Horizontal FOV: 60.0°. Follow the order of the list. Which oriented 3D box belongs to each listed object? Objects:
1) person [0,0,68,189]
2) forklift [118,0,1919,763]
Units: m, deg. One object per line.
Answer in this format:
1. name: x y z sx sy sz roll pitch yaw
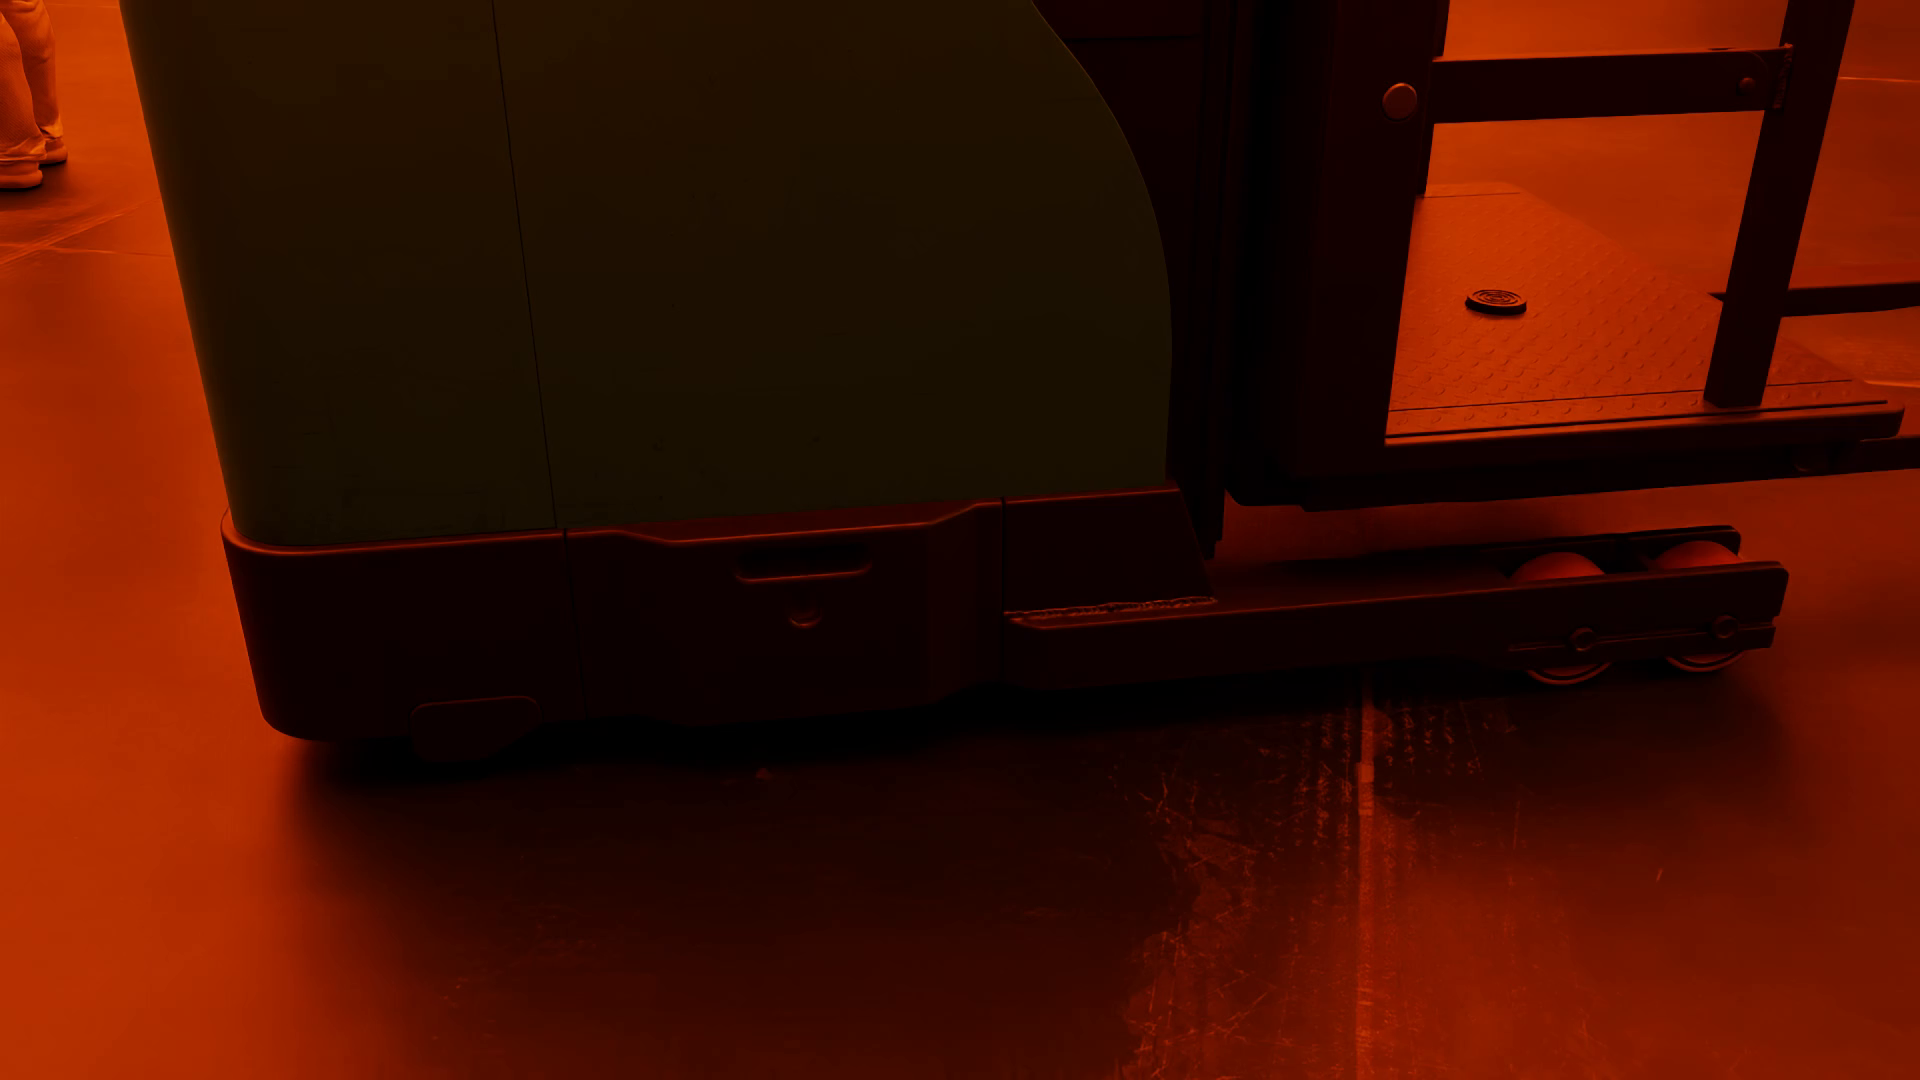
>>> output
1. person: -2.503 -1.725 3.946 0.577 1.761 0.665 6 27 12
2. forklift: 0.600 -1.354 1.930 3.031 2.935 1.130 -4 27 -9
